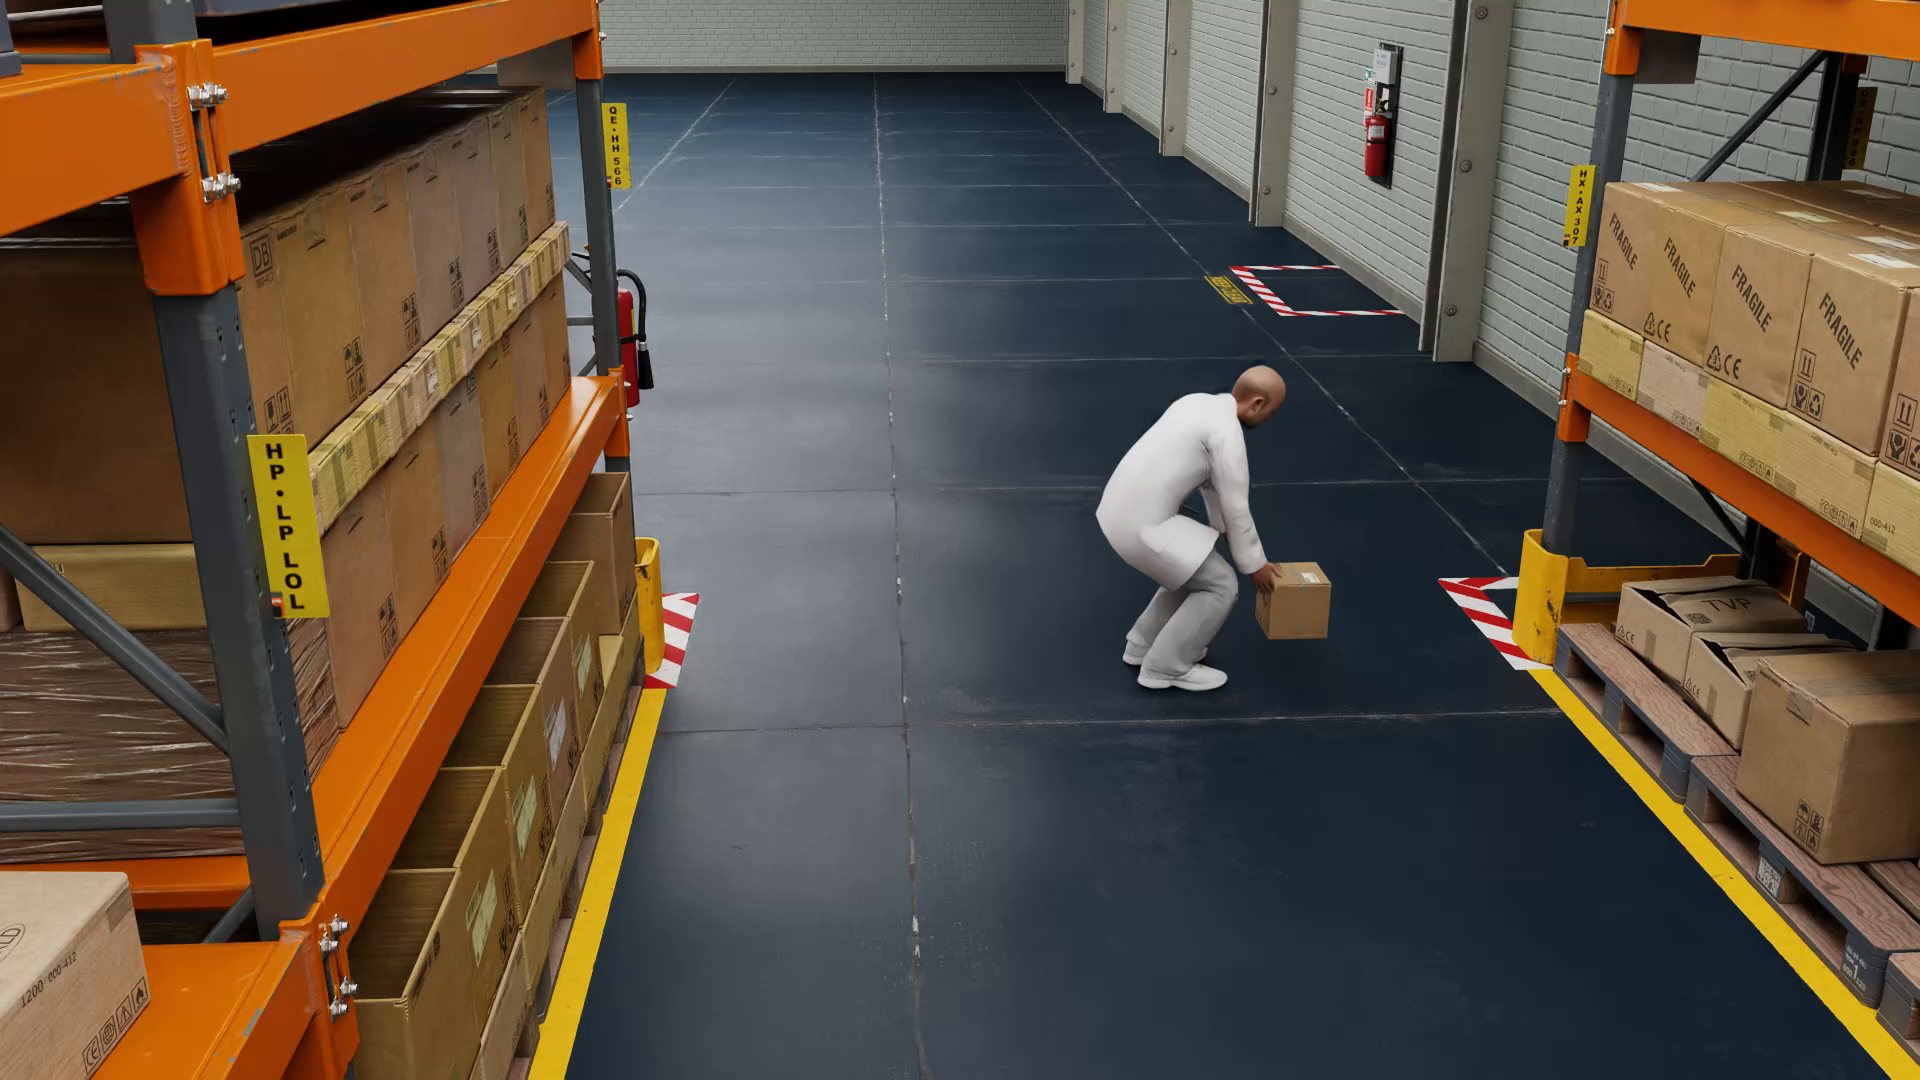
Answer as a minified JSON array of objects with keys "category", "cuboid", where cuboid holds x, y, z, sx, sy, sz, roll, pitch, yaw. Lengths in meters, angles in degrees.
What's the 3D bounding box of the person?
[{"category":"person","cuboid":[0.945,-0.062,6.934,0.764,1.322,0.631,-1,20,-3]}]
